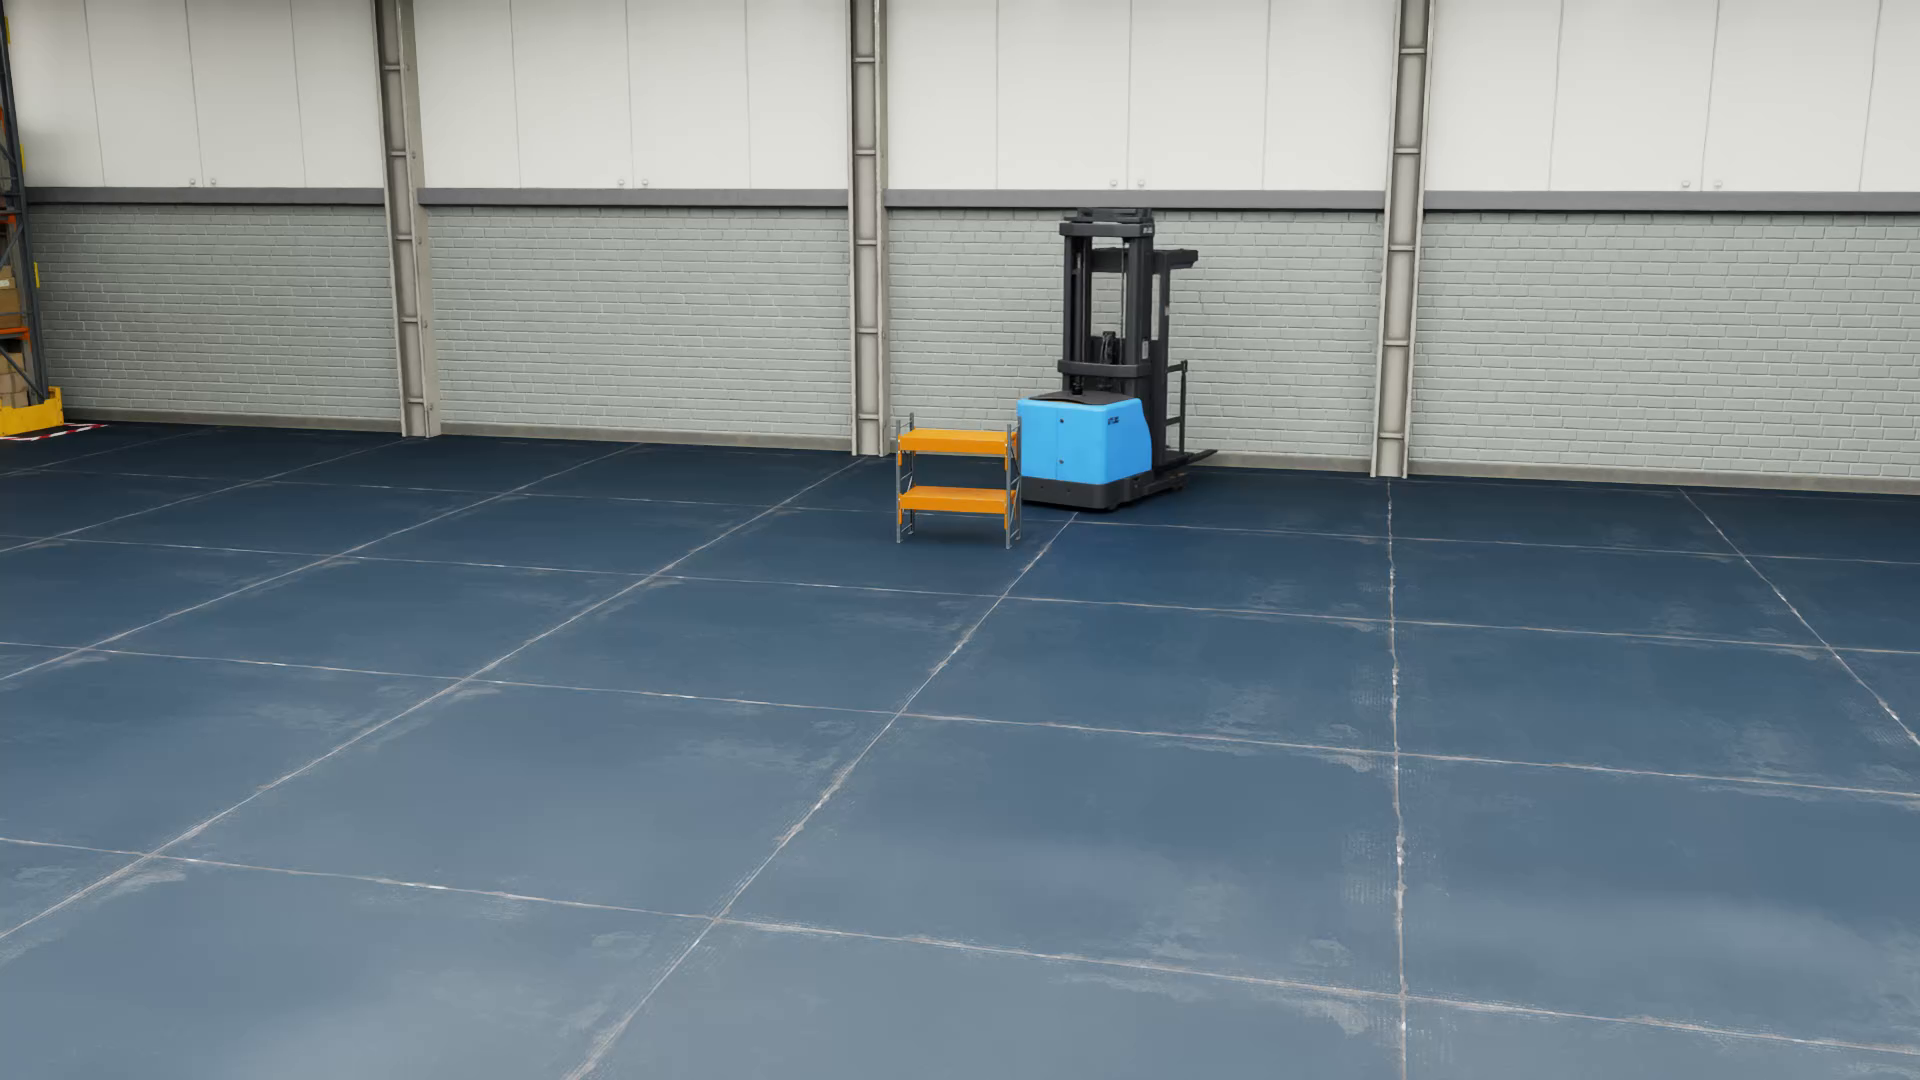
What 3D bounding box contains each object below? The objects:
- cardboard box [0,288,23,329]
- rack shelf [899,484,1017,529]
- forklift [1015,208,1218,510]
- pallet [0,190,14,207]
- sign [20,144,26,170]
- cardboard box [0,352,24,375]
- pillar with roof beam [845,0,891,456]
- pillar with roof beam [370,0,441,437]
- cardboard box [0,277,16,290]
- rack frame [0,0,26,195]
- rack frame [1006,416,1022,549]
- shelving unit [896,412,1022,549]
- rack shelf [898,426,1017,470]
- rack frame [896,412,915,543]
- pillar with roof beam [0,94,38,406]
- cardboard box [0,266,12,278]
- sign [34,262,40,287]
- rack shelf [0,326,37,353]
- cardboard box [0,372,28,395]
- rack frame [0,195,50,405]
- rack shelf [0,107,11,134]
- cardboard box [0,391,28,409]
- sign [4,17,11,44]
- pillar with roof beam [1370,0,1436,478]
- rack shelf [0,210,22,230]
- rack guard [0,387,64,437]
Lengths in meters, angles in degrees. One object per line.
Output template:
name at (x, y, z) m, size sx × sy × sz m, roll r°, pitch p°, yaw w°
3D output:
cardboard box at (-12.665, -3.027, 21.721) m, size 0.500 × 0.500 × 0.500 m, roll 3°, pitch 13°, yaw 15°
rack shelf at (-0.007, -0.311, 15.166) m, size 1.000 × 0.278 × 0.538 m, roll 3°, pitch 13°, yaw 14°
forklift at (1.791, -1.994, 17.452) m, size 1.130 × 2.935 × 3.031 m, roll 8°, pitch 15°, yaw 33°
pallet at (-12.931, -4.357, 21.227) m, size 1.213 × 0.211 × 1.003 m, roll 3°, pitch 13°, yaw 14°
sign at (-12.112, -4.940, 21.449) m, size 0.005 × 0.325 × 0.100 m, roll 3°, pitch 13°, yaw 14°
cardboard box at (-12.672, -2.310, 21.789) m, size 0.500 × 0.250 × 0.500 m, roll 3°, pitch 13°, yaw 13°
pillar with roof beam at (-2.092, -4.520, 14.833) m, size 0.400 × 9.000 × 9.100 m, roll 3°, pitch 13°, yaw 14°
pillar with roof beam at (-7.917, -4.832, 16.236) m, size 0.400 × 9.000 × 9.100 m, roll 3°, pitch 13°, yaw 14°
cardboard box at (-12.518, -3.332, 21.597) m, size 0.250 × 0.149 × 0.380 m, roll 3°, pitch 13°, yaw 12°
rack frame at (-12.251, -5.823, 20.703) m, size 0.127 × 3.000 × 1.000 m, roll 3°, pitch 13°, yaw 14°
rack frame at (0.487, -0.523, 14.995) m, size 0.032 × 1.125 × 0.500 m, roll 3°, pitch 13°, yaw 14°
shelving unit at (-0.007, -0.549, 15.113) m, size 1.048 × 1.125 × 0.538 m, roll 3°, pitch 13°, yaw 14°
rack shelf at (-0.007, -0.835, 15.050) m, size 1.000 × 0.278 × 0.538 m, roll 3°, pitch 13°, yaw 14°
rack frame at (-0.500, -0.576, 15.232) m, size 0.032 × 1.125 × 0.500 m, roll 3°, pitch 13°, yaw 14°
pillar with roof beam at (-13.742, -5.143, 17.640) m, size 0.400 × 9.000 × 9.100 m, roll 3°, pitch 13°, yaw 14°
cardboard box at (-12.526, -3.467, 21.521) m, size 0.250 × 0.149 × 0.380 m, roll 3°, pitch 13°, yaw 12°
sign at (-12.112, -3.472, 21.775) m, size 0.005 × 0.325 × 0.100 m, roll 3°, pitch 13°, yaw 14°
rack shelf at (-14.193, -2.647, 21.899) m, size 4.000 × 0.370 × 1.077 m, roll 3°, pitch 13°, yaw 14°
cardboard box at (-12.658, -2.069, 21.858) m, size 0.500 × 0.250 × 0.500 m, roll 3°, pitch 13°, yaw 15°
rack frame at (-12.251, -2.894, 21.353) m, size 0.127 × 3.000 × 1.000 m, roll 3°, pitch 13°, yaw 14°
rack shelf at (-14.193, -5.380, 21.292) m, size 4.000 × 0.370 × 1.077 m, roll 3°, pitch 13°, yaw 14°
cardboard box at (-12.681, -1.823, 21.905) m, size 0.500 × 0.250 × 0.500 m, roll 3°, pitch 13°, yaw 14°
sign at (-12.112, -6.473, 21.109) m, size 0.005 × 0.325 × 0.100 m, roll 3°, pitch 13°, yaw 14°
pillar with roof beam at (3.733, -4.209, 13.429) m, size 0.400 × 9.000 × 9.100 m, roll 3°, pitch 13°, yaw 14°
rack shelf at (-14.193, -4.111, 21.574) m, size 4.000 × 0.370 × 1.077 m, roll 3°, pitch 13°, yaw 14°
rack guard at (-12.228, -1.672, 21.618) m, size 0.348 × 0.500 × 1.175 m, roll 3°, pitch 13°, yaw 14°
